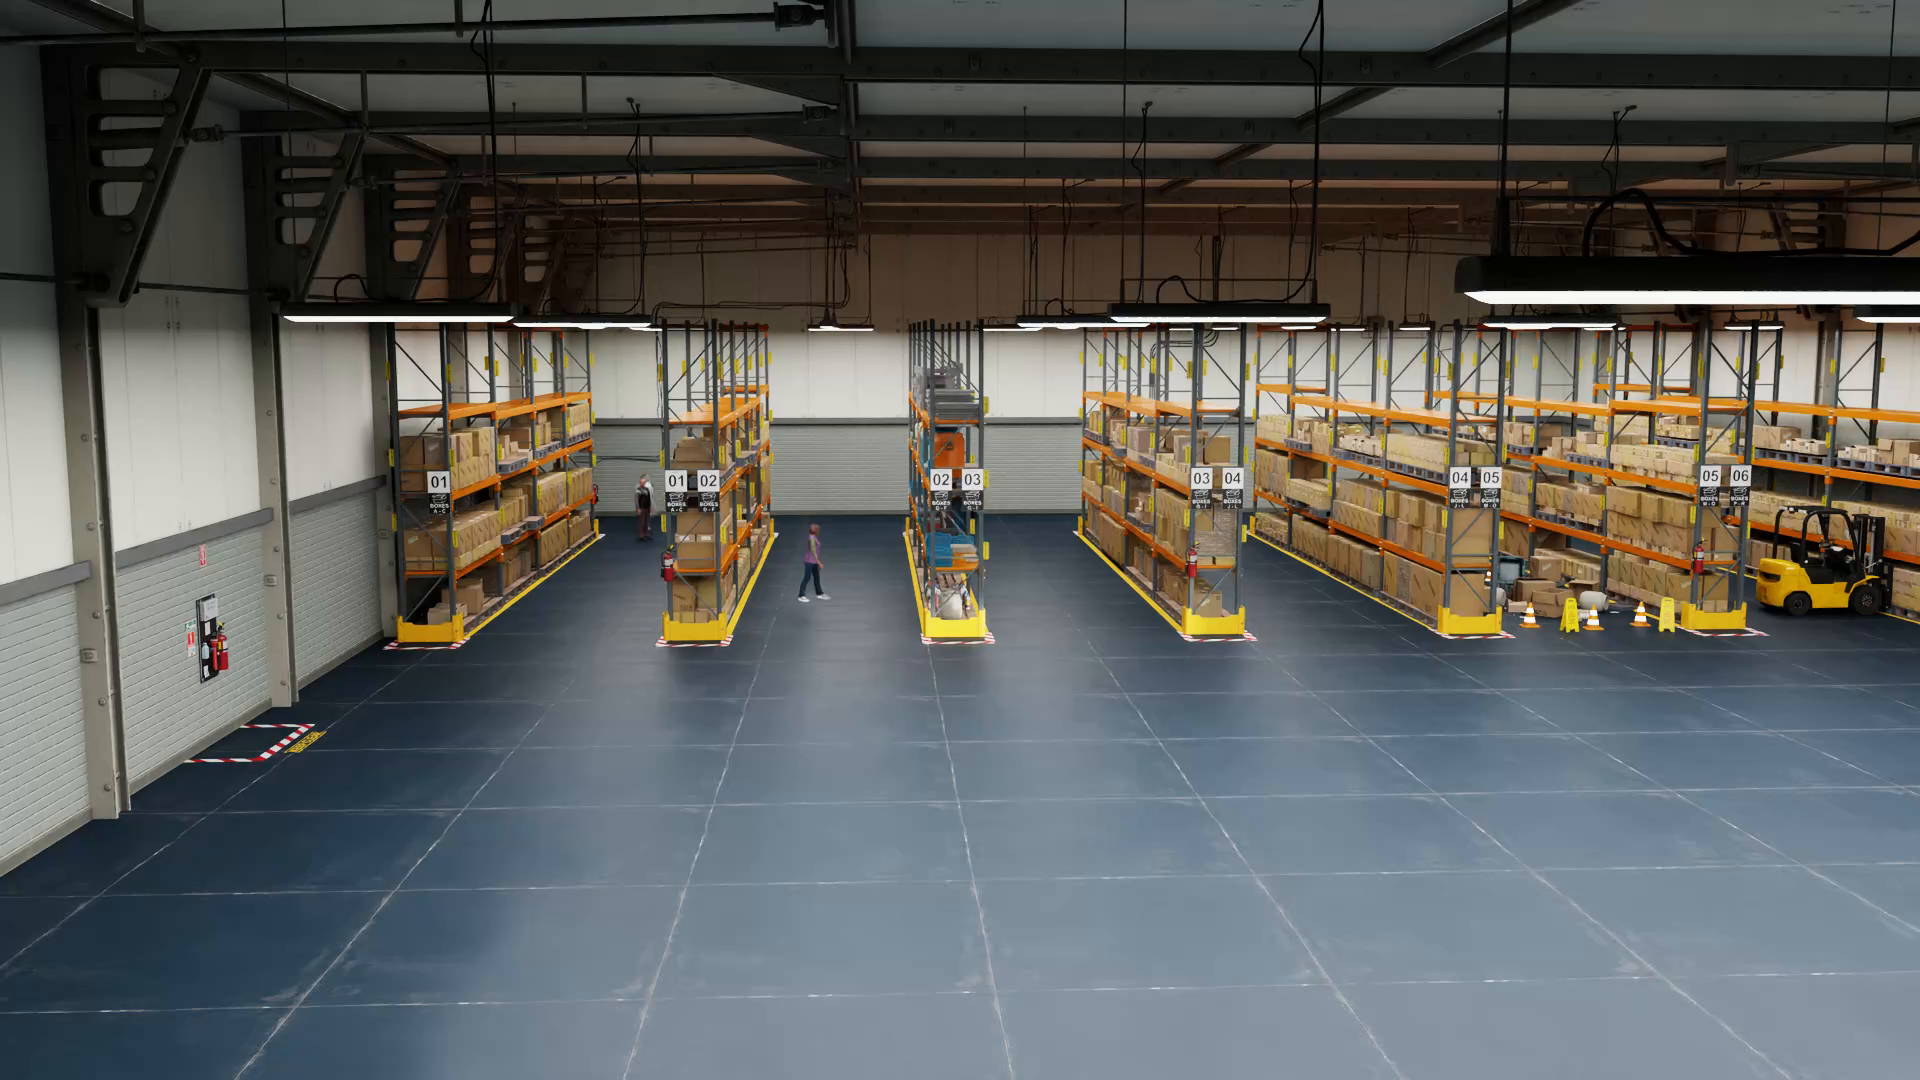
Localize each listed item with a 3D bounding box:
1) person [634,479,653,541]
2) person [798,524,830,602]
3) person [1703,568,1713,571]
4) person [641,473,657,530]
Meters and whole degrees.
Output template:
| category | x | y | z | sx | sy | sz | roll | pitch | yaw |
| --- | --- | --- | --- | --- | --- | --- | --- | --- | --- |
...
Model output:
| category | x | y | z | sx | sy | sz | roll | pitch | yaw |
| --- | --- | --- | --- | --- | --- | --- | --- | --- | --- |
| person | -8.813 | -0.849 | 46.361 | 0.373 | 1.741 | 0.552 | 3 | 8 | 23 |
| person | -2.999 | 0.457 | 33.992 | 0.598 | 1.588 | 0.604 | 1 | 7 | 5 |
| person | 16.353 | 0.379 | 36.654 | 0.656 | 1.657 | 0.487 | 5 | 9 | 37 |
| person | -9.103 | -1.129 | 48.622 | 0.418 | 1.673 | 0.499 | 1 | 7 | 9 |
